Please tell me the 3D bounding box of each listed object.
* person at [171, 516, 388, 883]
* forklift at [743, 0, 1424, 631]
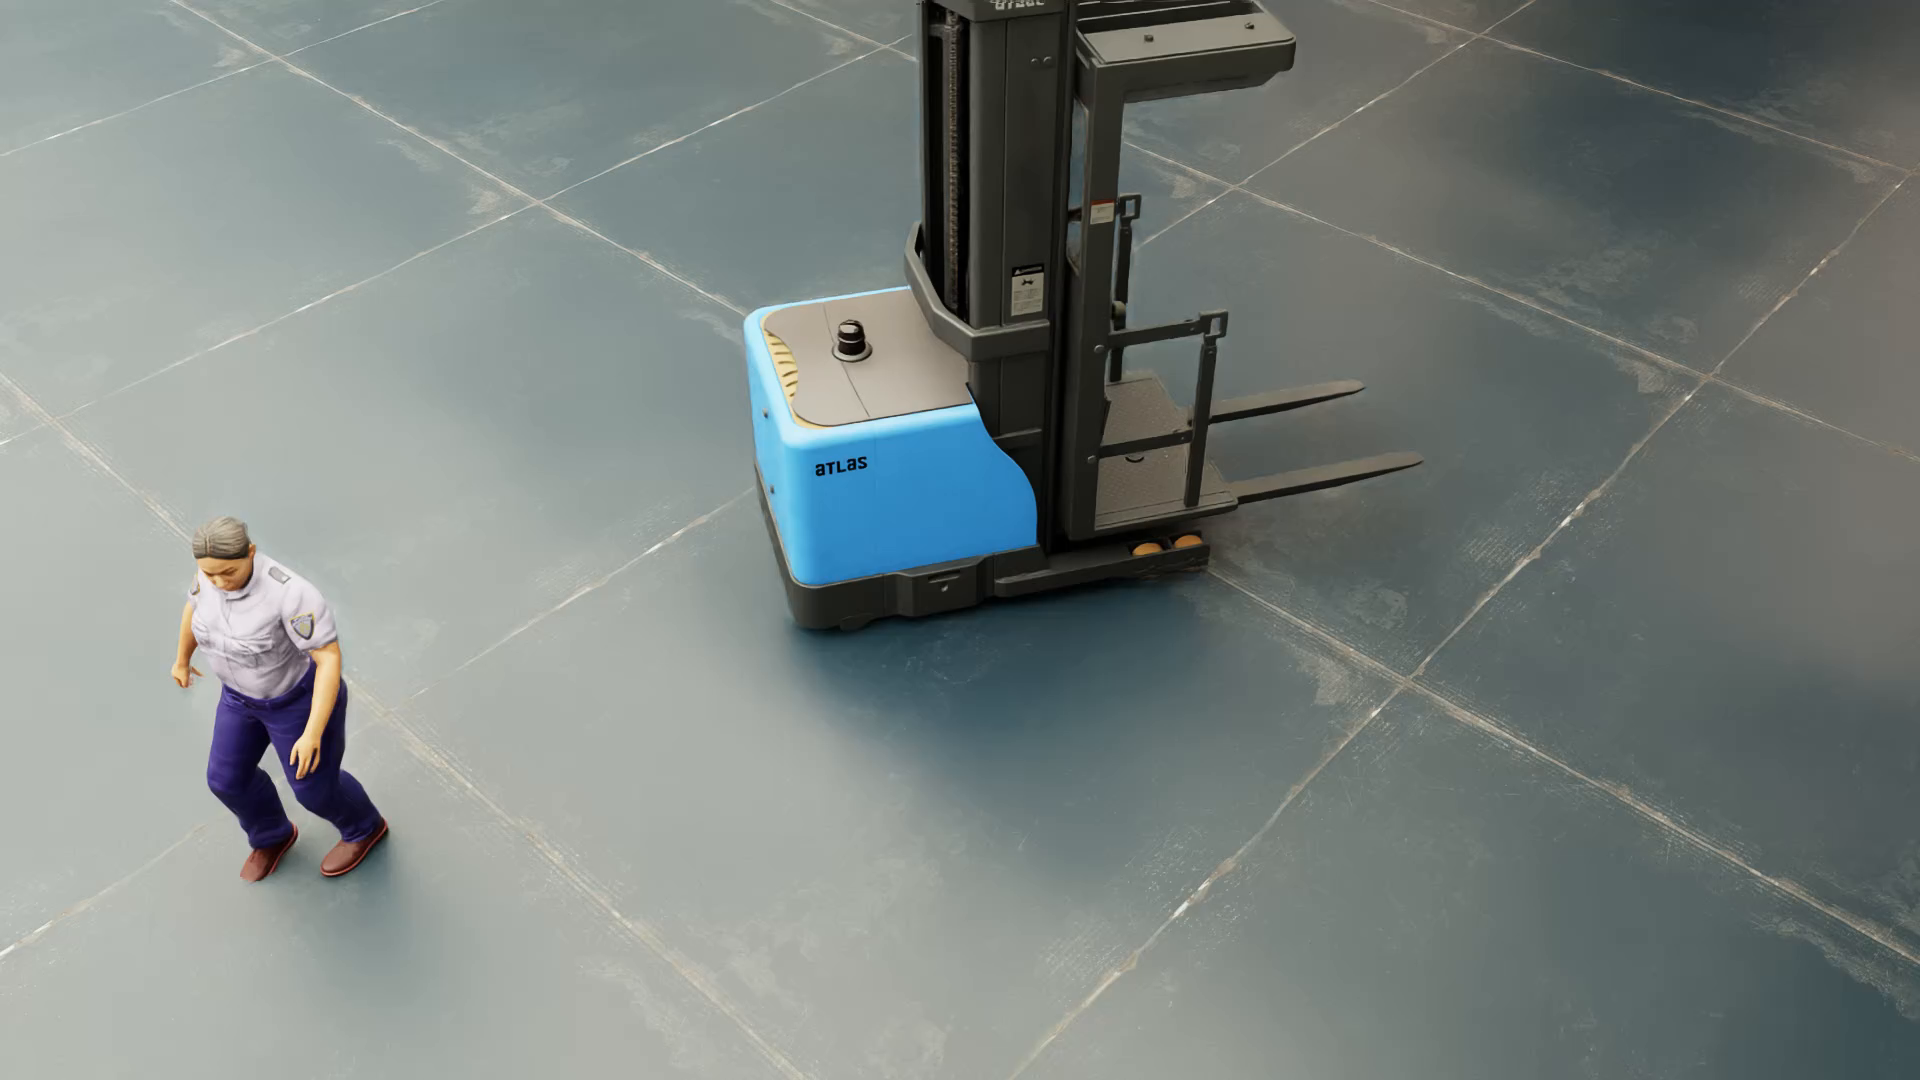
[{"bbox_3d":[-2.400,0.608,5.770,0.880,1.680,0.491,20,45,22],"label":"person"},{"bbox_3d":[0.625,-1.257,6.893,3.031,2.935,1.130,-10,42,-12],"label":"forklift"}]
